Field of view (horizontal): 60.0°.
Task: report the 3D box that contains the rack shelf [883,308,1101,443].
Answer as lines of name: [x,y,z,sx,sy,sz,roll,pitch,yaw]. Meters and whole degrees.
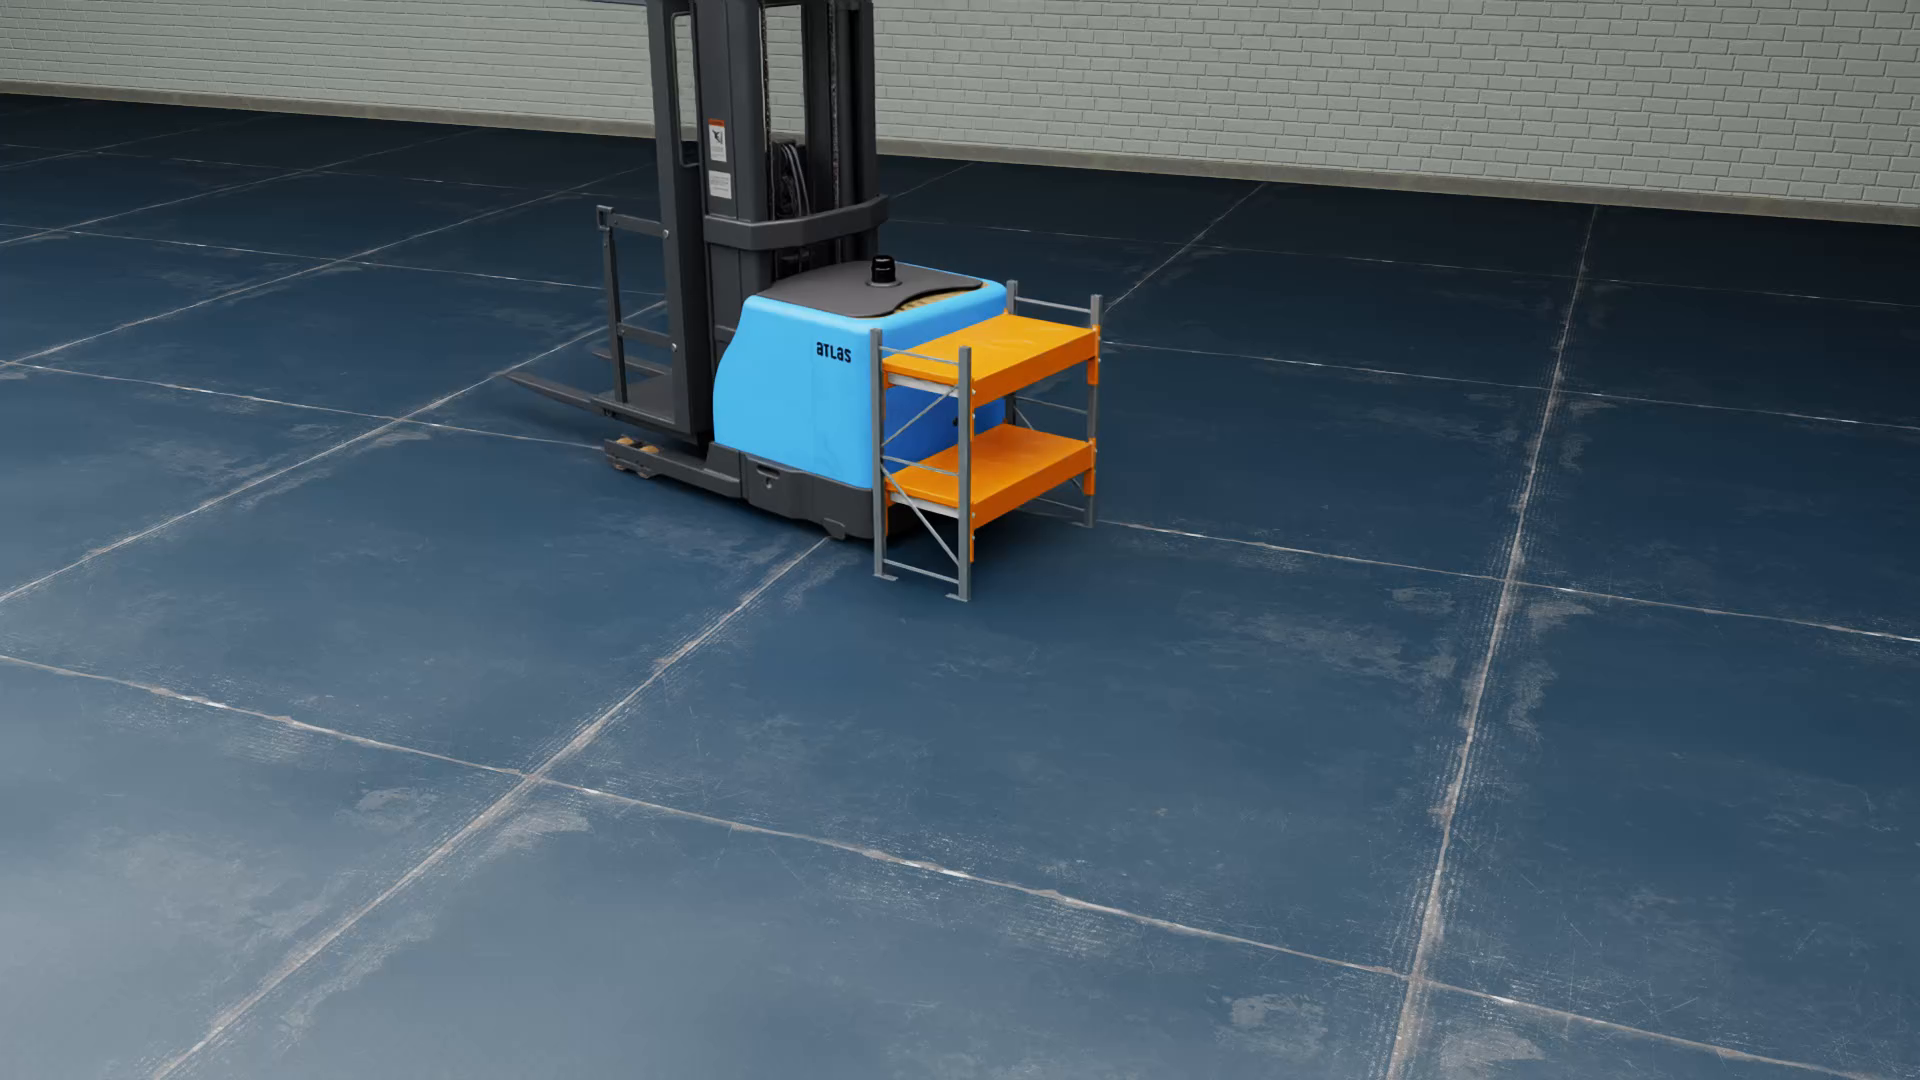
rack shelf: [0.131,-0.739,7.301,0.538,0.278,1.000,15,27,33]

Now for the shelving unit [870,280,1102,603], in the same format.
shelving unit: [0.131,-0.469,7.414,0.538,1.125,1.048,15,27,33]

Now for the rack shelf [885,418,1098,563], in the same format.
rack shelf: [0.131,-0.244,7.508,0.538,0.278,1.000,15,27,33]

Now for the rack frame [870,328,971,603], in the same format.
rack frame: [-0.166,-0.310,7.033,0.500,1.125,0.032,15,27,33]

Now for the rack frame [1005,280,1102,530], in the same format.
rack frame: [0.427,-0.628,7.795,0.500,1.125,0.032,15,27,33]

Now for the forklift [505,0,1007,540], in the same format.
forklift: [-1.208,-1.804,8.266,3.031,2.935,1.130,18,29,37]
